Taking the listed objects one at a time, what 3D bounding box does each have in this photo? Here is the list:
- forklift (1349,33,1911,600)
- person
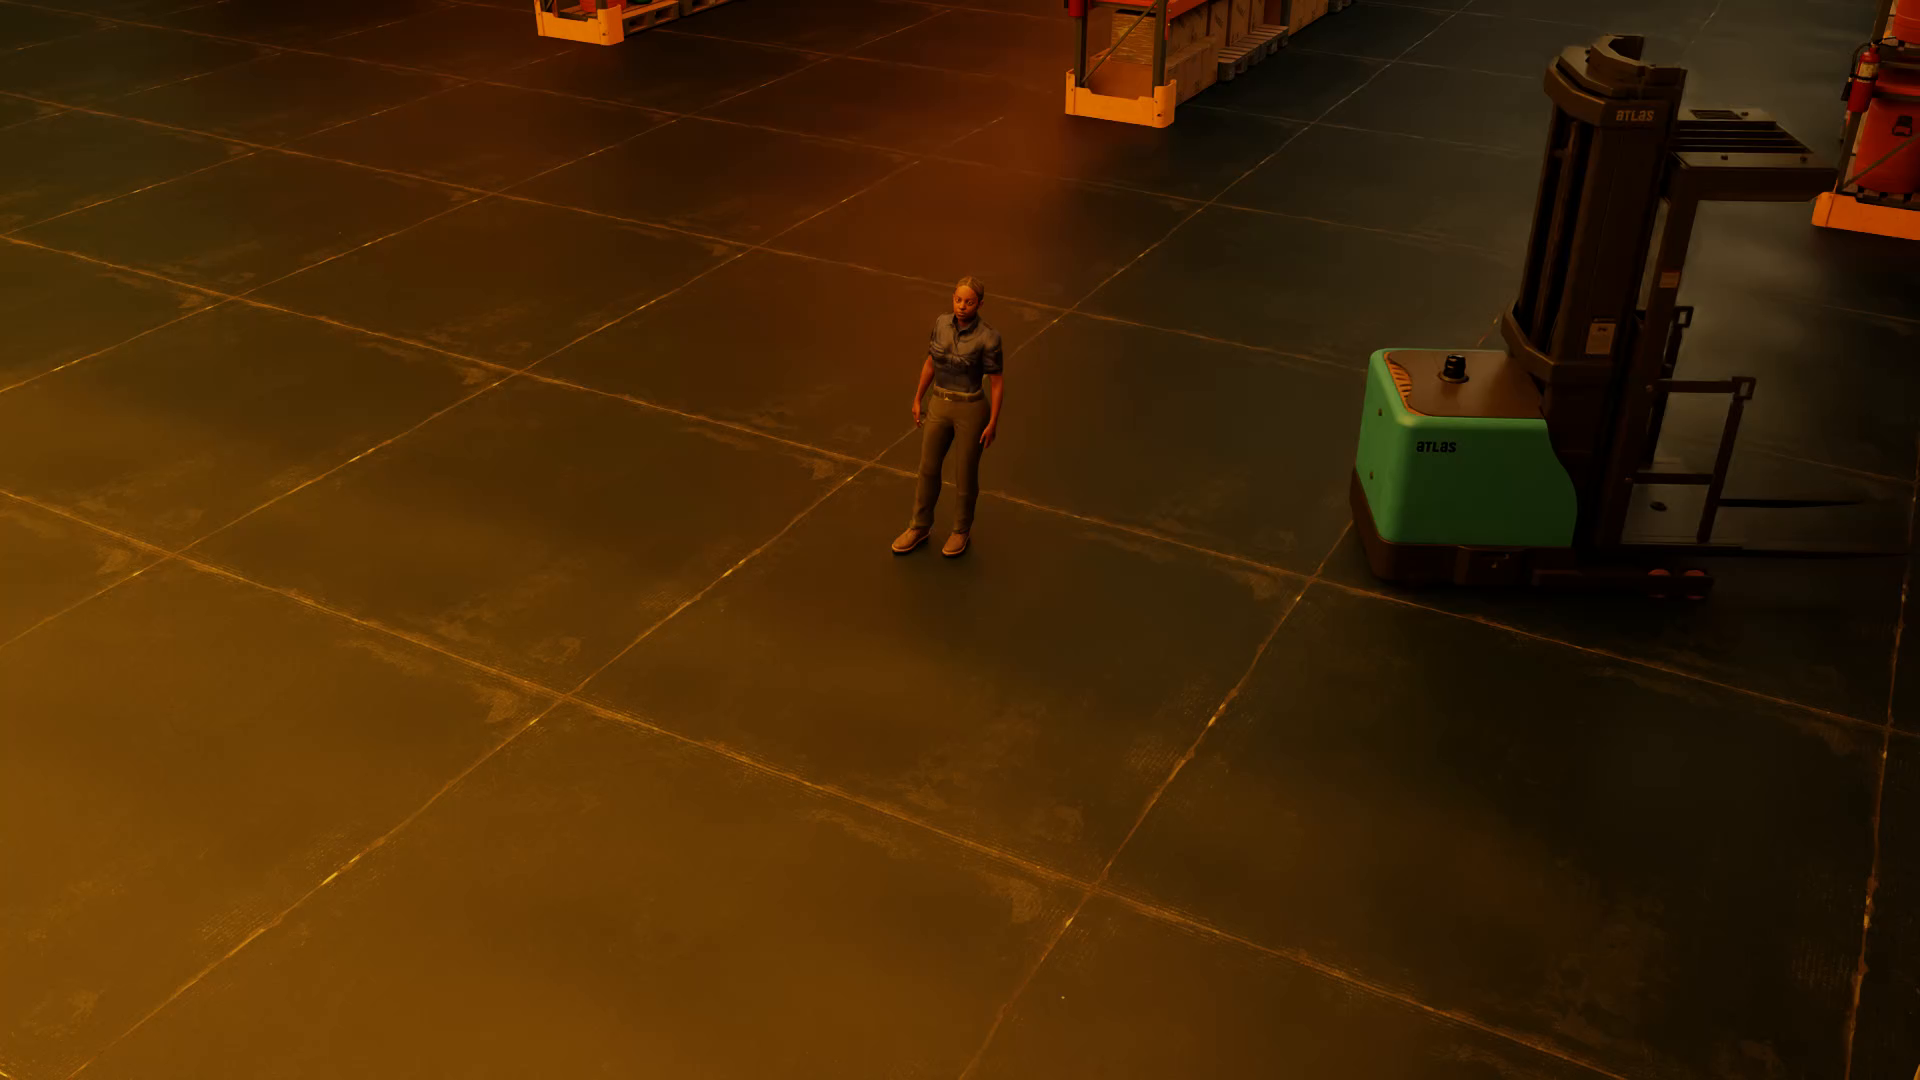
[{"bbox_3d":[3.898,-1.205,9.159,3.031,2.935,1.130,1,30,2],"label":"forklift"},{"bbox_3d":[-0.060,-0.689,9.527,0.570,1.656,0.503,15,33,25],"label":"person"}]
